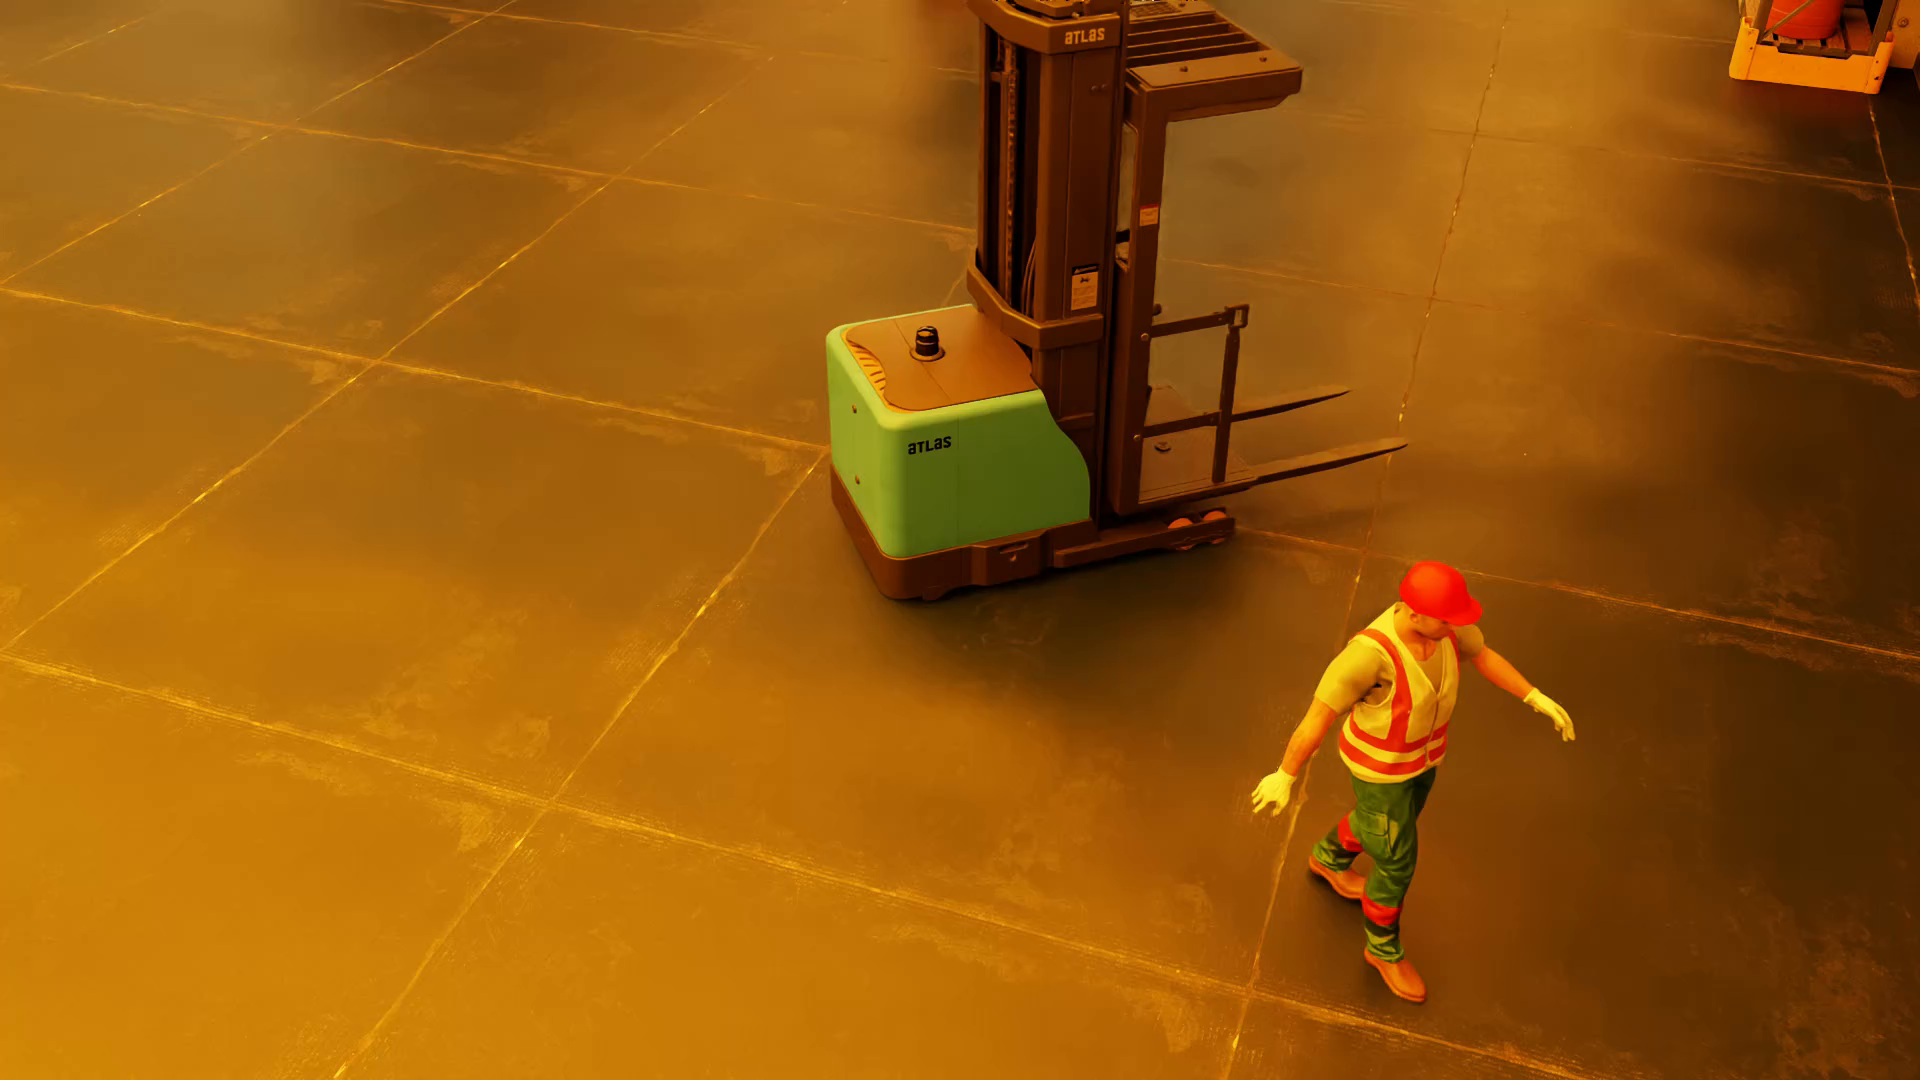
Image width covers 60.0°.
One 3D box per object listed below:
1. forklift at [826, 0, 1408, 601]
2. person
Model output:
[{"bbox_3d":[0.891,-1.415,8.107,3.031,2.935,1.130,-12,37,-16],"label":"forklift"},{"bbox_3d":[1.578,0.824,5.974,0.996,1.762,0.762,-24,42,-30],"label":"person"}]
